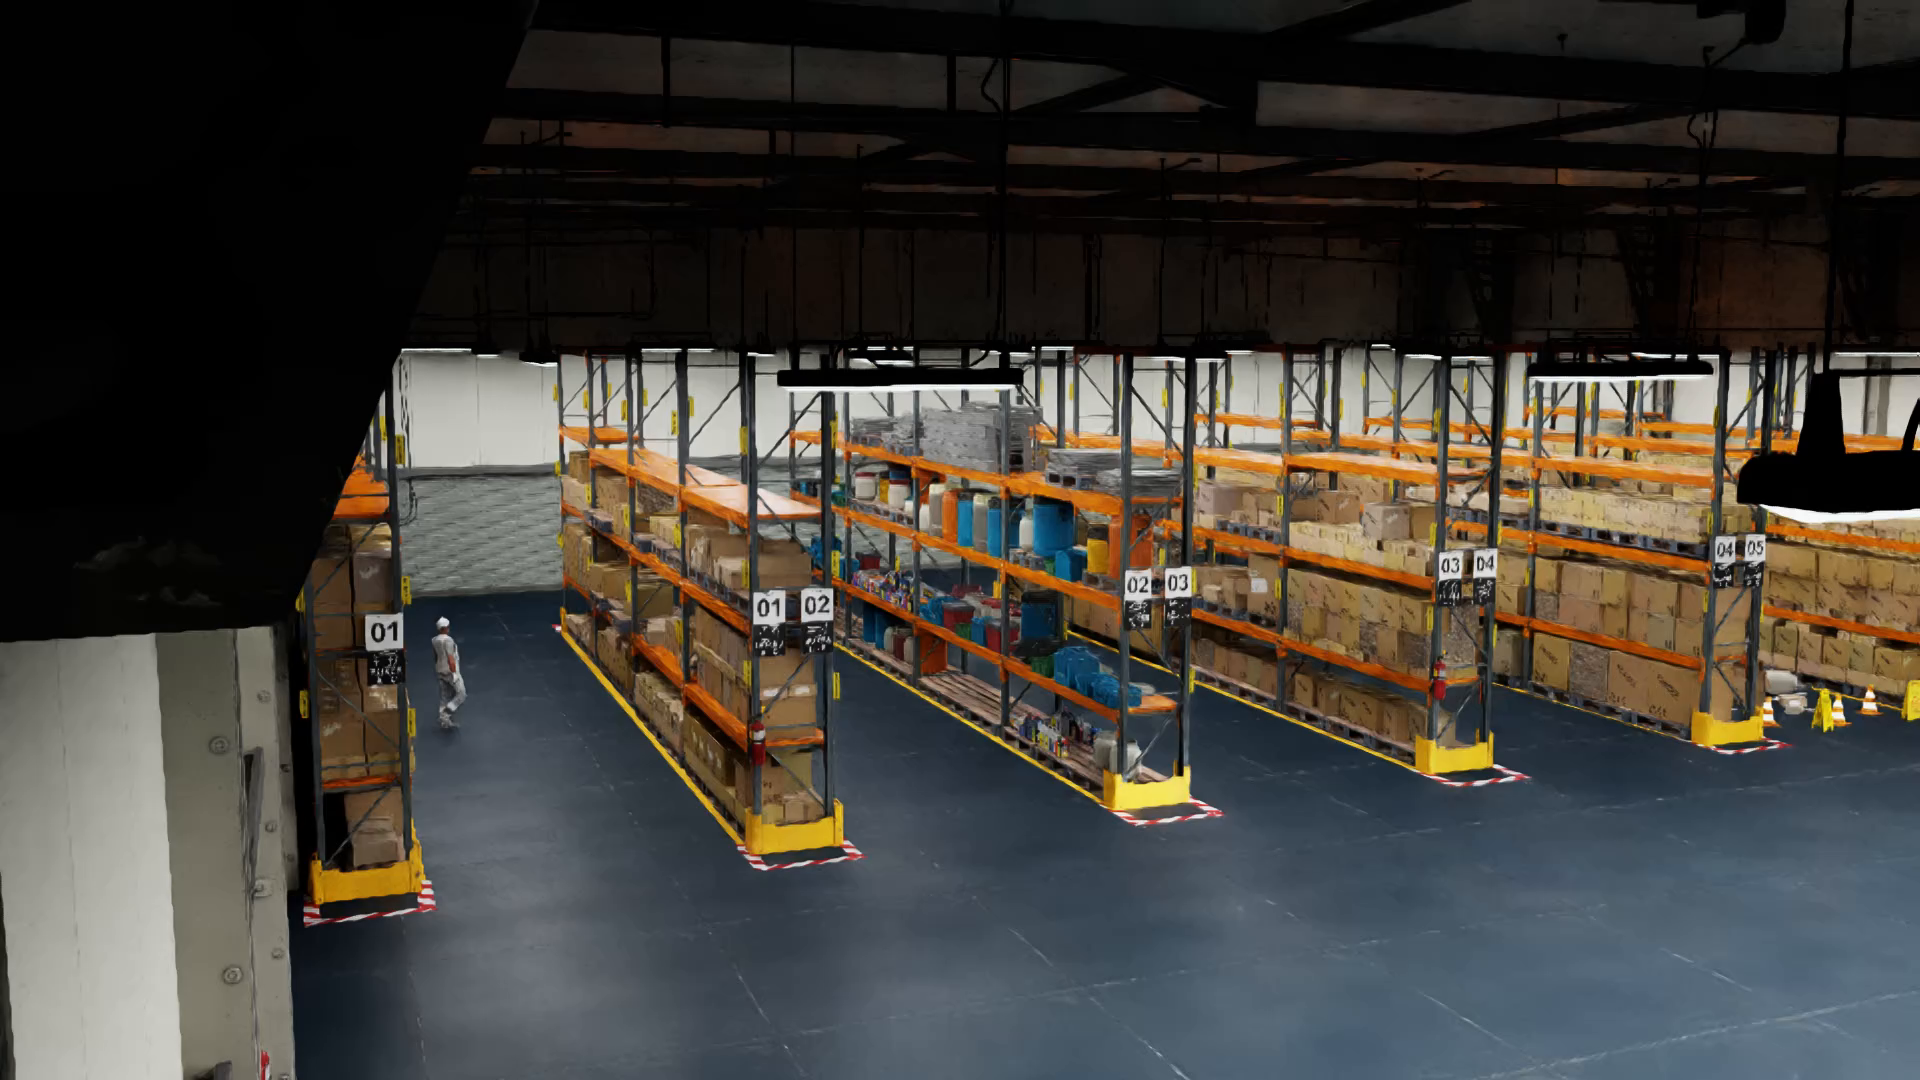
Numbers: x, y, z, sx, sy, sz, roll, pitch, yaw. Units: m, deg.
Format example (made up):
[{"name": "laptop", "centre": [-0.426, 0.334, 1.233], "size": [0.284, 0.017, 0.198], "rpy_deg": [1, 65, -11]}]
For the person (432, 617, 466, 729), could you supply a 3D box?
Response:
[{"name": "person", "centre": [-8.117, 2.111, 26.287], "size": [0.598, 1.786, 0.444], "rpy_deg": [7, 10, 44]}]

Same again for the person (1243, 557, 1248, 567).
[{"name": "person", "centre": [7.294, 0.114, 42.012], "size": [0.652, 1.759, 0.398], "rpy_deg": [6, 9, 38]}]
